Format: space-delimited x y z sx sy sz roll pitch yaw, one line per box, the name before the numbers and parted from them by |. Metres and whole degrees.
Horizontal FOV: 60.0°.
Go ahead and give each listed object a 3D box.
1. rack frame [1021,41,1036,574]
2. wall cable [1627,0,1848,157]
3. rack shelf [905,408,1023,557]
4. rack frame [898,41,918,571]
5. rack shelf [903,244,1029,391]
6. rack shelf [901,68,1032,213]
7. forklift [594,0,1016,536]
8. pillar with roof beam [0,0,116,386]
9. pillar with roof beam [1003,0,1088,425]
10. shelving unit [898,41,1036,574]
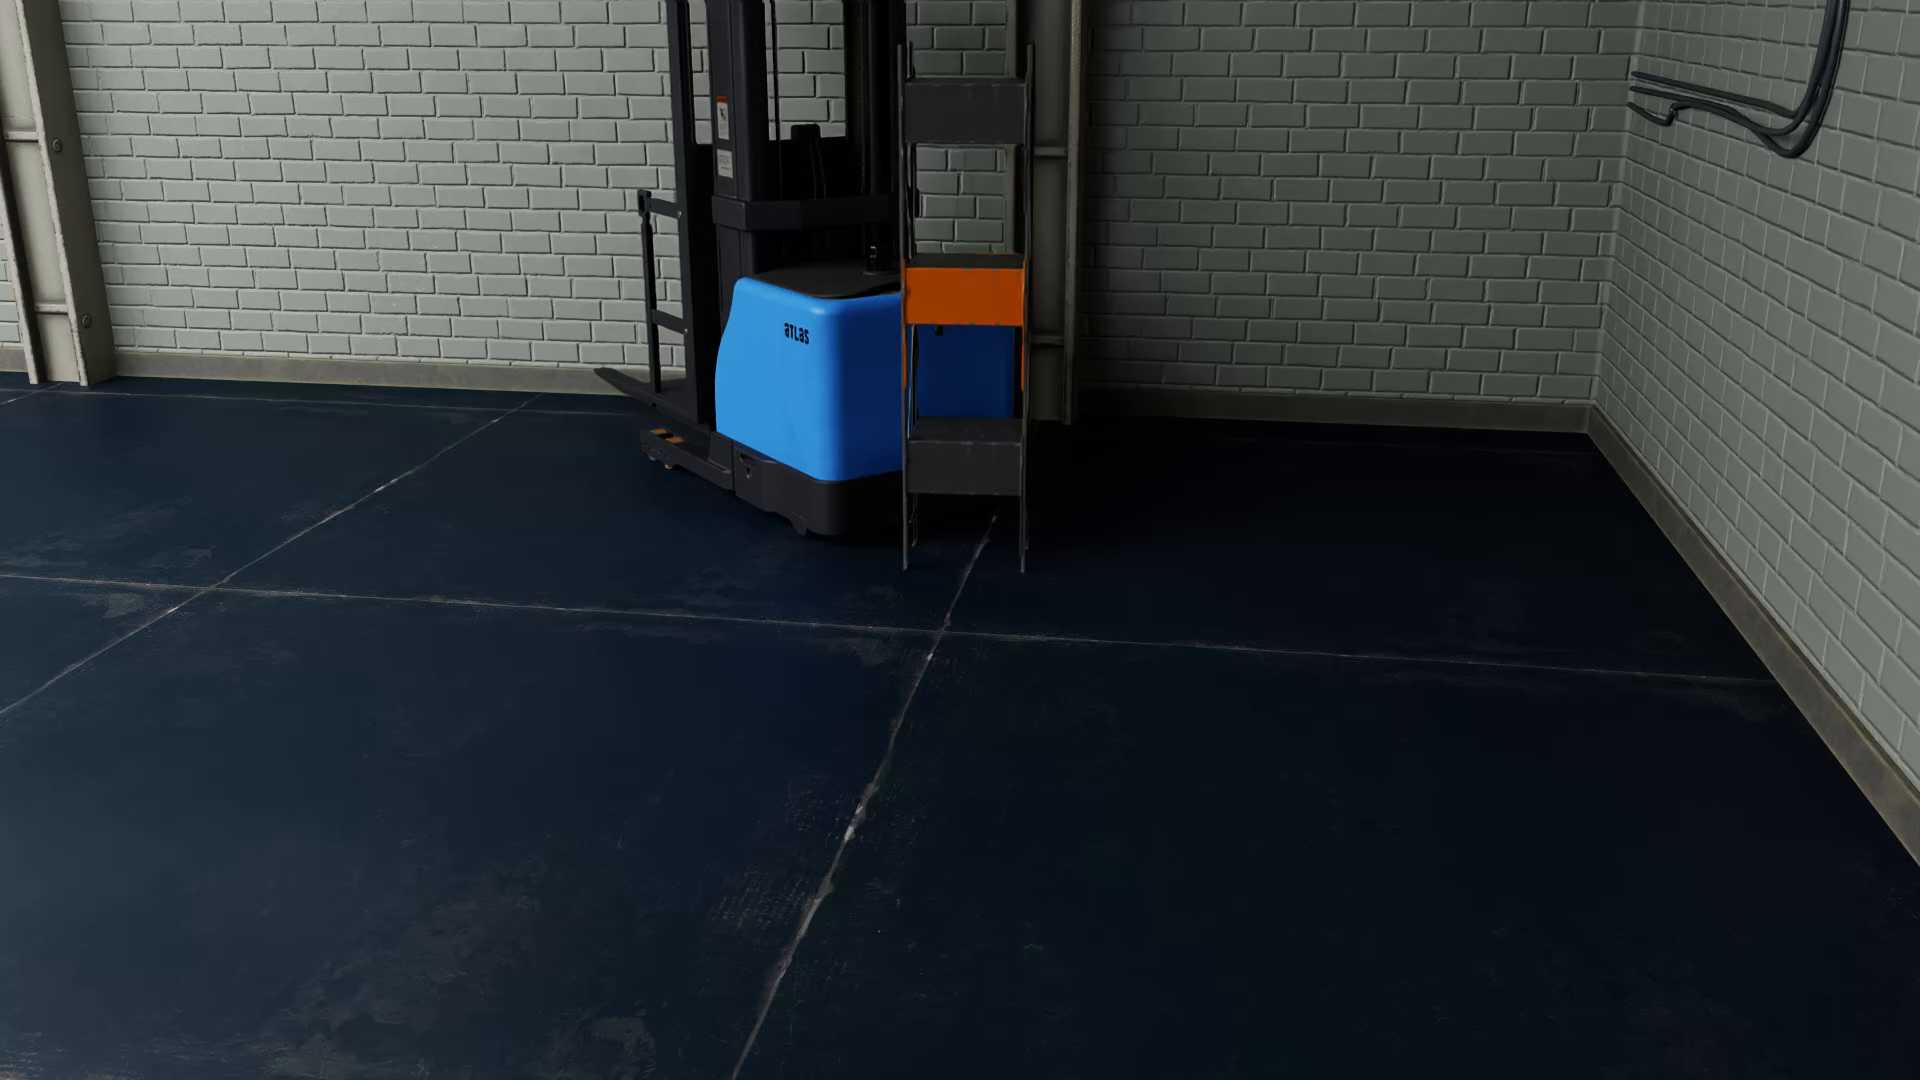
rack frame | 0.277 -0.918 6.738 0.015 2.100 0.400 2 19 5
wall cable | 3.154 -2.926 6.759 0.112 2.526 3.097 3 19 9
rack shelf | 0.034 -0.248 6.985 0.480 0.518 0.431 2 19 5
rack frame | -0.209 -0.932 6.779 0.015 2.100 0.400 2 19 5
rack shelf | 0.034 -0.912 6.763 0.480 0.518 0.431 2 19 5
rack shelf | 0.034 -1.576 6.541 0.480 0.518 0.431 2 19 5
forklift | -0.978 -1.817 8.115 1.130 2.935 3.031 -12 22 -32
pillar with roof beam | -6.152 -3.914 4.819 0.400 9.000 9.100 3 19 9
pillar with roof beam | -0.228 -3.612 3.917 0.400 9.000 9.100 3 19 9
shelving unit | 0.034 -0.925 6.758 0.503 2.100 0.431 2 19 5
